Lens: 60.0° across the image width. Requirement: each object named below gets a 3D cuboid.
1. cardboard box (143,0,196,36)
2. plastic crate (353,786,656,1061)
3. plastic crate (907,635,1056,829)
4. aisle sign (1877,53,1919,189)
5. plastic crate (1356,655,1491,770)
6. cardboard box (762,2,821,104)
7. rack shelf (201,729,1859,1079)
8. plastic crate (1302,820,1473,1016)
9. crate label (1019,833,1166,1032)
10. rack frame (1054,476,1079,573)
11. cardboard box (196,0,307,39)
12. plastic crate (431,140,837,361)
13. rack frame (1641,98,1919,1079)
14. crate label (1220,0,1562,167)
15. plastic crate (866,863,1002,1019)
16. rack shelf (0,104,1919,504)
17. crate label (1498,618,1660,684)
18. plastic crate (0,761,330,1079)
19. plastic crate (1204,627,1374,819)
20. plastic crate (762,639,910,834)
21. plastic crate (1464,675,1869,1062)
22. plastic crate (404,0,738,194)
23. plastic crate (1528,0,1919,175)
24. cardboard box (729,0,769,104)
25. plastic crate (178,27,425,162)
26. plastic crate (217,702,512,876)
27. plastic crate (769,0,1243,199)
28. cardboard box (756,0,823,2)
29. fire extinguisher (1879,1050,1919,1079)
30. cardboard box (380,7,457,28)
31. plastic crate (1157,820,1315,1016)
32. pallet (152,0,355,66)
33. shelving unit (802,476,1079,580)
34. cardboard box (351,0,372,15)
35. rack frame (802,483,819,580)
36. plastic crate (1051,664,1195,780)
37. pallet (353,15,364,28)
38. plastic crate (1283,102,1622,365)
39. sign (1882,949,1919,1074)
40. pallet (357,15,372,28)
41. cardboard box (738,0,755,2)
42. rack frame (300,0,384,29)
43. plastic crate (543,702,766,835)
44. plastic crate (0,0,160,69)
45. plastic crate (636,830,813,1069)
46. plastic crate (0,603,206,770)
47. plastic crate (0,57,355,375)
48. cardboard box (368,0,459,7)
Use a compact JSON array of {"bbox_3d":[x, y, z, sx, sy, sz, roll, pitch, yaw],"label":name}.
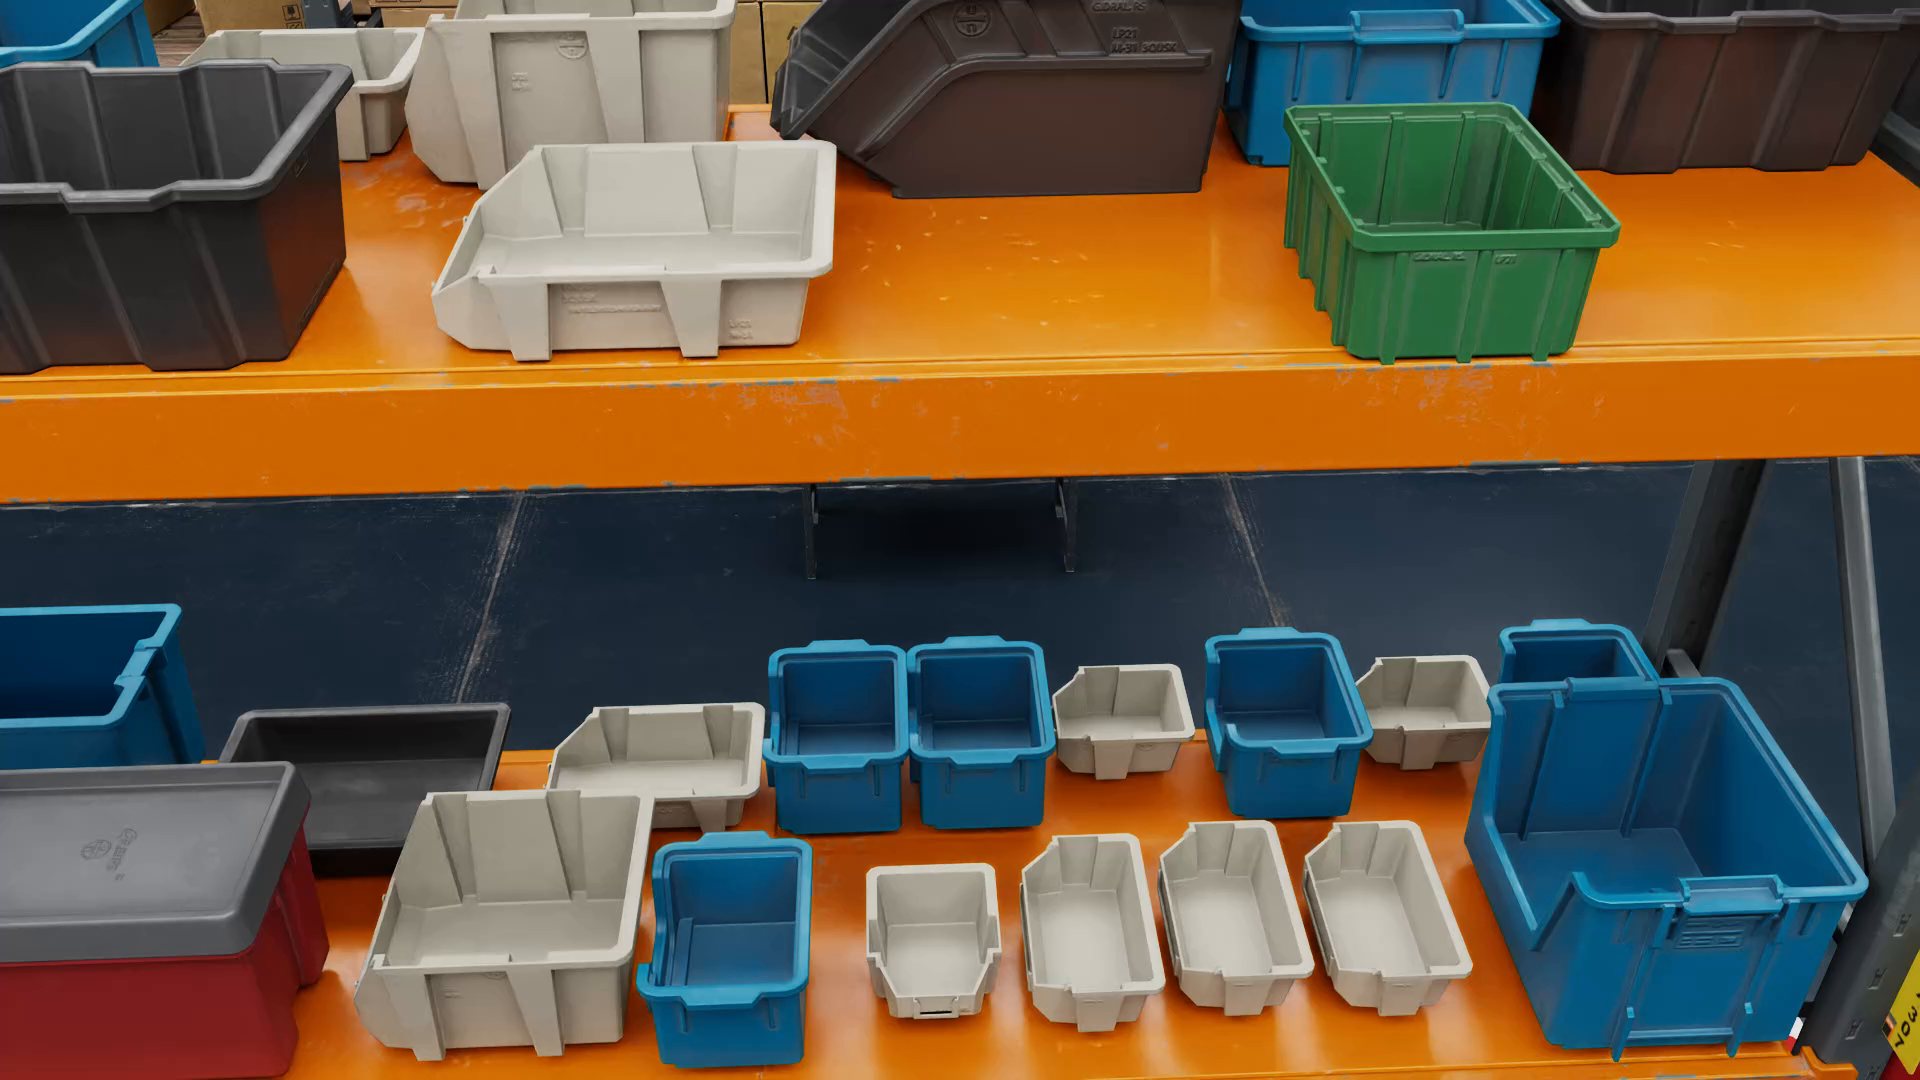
[{"bbox_3d":[-3.777,-2.453,7.202,0.500,0.500,0.700,4,35,5],"label":"cardboard box"},{"bbox_3d":[-0.845,0.724,3.120,0.530,0.282,0.437,-2,35,-2],"label":"plastic crate"},{"bbox_3d":[0.040,0.427,3.591,0.300,0.233,0.416,-2,35,-2],"label":"plastic crate"},{"bbox_3d":[1.675,-0.712,2.858,0.004,0.787,0.394,-2,35,-2],"label":"aisle sign"},{"bbox_3d":[1.030,0.393,3.725,0.298,0.136,0.250,-2,35,-2],"label":"plastic crate"},{"bbox_3d":[-0.568,-2.122,7.093,0.500,0.500,0.500,-2,35,-3],"label":"cardboard box"},{"bbox_3d":[-0.381,0.878,3.478,4.000,0.370,1.077,-2,35,-2],"label":"rack shelf"},{"bbox_3d":[0.811,0.737,3.229,0.243,0.136,0.396,-2,35,-2],"label":"plastic crate"},{"bbox_3d":[0.244,0.758,3.198,0.243,0.136,0.396,-2,35,-2],"label":"crate label"},{"bbox_3d":[0.423,-0.628,6.340,0.032,1.500,0.500,-2,35,-2],"label":"rack frame"},{"bbox_3d":[-3.093,-2.508,7.281,0.500,0.500,0.700,-13,37,-18],"label":"cardboard box"},{"bbox_3d":[-0.435,-0.400,2.288,0.530,0.136,0.437,-2,35,-2],"label":"plastic crate"},{"bbox_3d":[1.617,0.528,3.351,0.127,3.000,1.000,-2,35,-2],"label":"rack frame"},{"bbox_3d":[0.680,-0.803,2.769,0.502,0.251,0.408,-2,35,-2],"label":"crate label"},{"bbox_3d":[-0.051,0.776,3.171,0.250,0.136,0.298,-2,35,-2],"label":"plastic crate"},{"bbox_3d":[-0.381,-0.356,2.624,4.000,0.370,1.077,-2,35,-2],"label":"rack shelf"},{"bbox_3d":[1.355,0.392,3.642,0.303,0.233,0.416,-2,35,-2],"label":"crate label"},{"bbox_3d":[-1.475,0.703,2.989,0.583,0.464,0.402,-2,35,-2],"label":"plastic crate"},{"bbox_3d":[0.697,0.410,3.617,0.300,0.233,0.416,-2,35,-2],"label":"plastic crate"},{"bbox_3d":[-0.260,0.435,3.579,0.300,0.233,0.416,-2,35,-2],"label":"plastic crate"},{"bbox_3d":[1.291,0.604,3.157,0.499,0.435,0.616,-2,35,-2],"label":"plastic crate"},{"bbox_3d":[-0.611,-0.772,2.698,0.530,0.282,0.437,-2,35,-2],"label":"plastic crate"},{"bbox_3d":[1.219,-0.800,2.749,0.590,0.269,0.497,-2,35,-2],"label":"plastic crate"},{"bbox_3d":[-1.076,-2.108,7.072,0.500,0.500,0.500,-2,35,-2],"label":"cardboard box"},{"bbox_3d":[-1.126,-0.740,2.779,0.466,0.136,0.293,-2,35,-2],"label":"plastic crate"},{"bbox_3d":[-1.273,0.541,3.521,0.590,0.125,0.437,-2,35,-2],"label":"plastic crate"},{"bbox_3d":[0.078,-0.795,2.681,0.767,0.338,0.504,-2,35,-2],"label":"plastic crate"},{"bbox_3d":[-0.581,-2.527,6.799,0.500,0.500,0.500,-1,35,-1],"label":"cardboard box"},{"bbox_3d":[1.789,0.968,3.112,0.183,0.674,0.296,-2,35,-2],"label":"fire extinguisher"},{"bbox_3d":[-2.087,-2.080,7.032,0.500,0.500,0.500,-1,35,-1],"label":"cardboard box"},{"bbox_3d":[0.521,0.736,3.229,0.243,0.136,0.396,-2,35,-2],"label":"plastic crate"},{"bbox_3d":[-3.413,-2.141,7.377,1.213,0.211,1.003,-2,35,-2],"label":"pallet"},{"bbox_3d":[-0.085,-0.614,6.320,1.048,1.500,0.538,-2,35,-2],"label":"shelving unit"},{"bbox_3d":[-4.378,-4.167,11.656,0.750,0.750,0.750,-1,35,-1],"label":"cardboard box"},{"bbox_3d":[-0.593,-0.601,6.300,0.032,1.500,0.500,-2,35,-2],"label":"rack frame"},{"bbox_3d":[0.353,0.411,3.699,0.298,0.136,0.250,-2,35,-2],"label":"plastic crate"},{"bbox_3d":[-4.836,-3.751,11.984,1.213,0.211,1.003,-2,35,-2],"label":"pallet"},{"bbox_3d":[0.645,-0.429,2.285,0.336,0.188,0.450,-2,35,-2],"label":"plastic crate"},{"bbox_3d":[1.659,0.773,2.853,0.005,0.325,0.100,-2,35,-2],"label":"sign"},{"bbox_3d":[-3.615,-3.785,12.034,1.213,0.211,1.003,-2,35,-2],"label":"pallet"},{"bbox_3d":[-1.096,-2.513,6.778,0.500,0.500,0.500,-3,35,-4],"label":"cardboard box"},{"bbox_3d":[-2.609,-2.180,7.264,0.127,3.000,1.000,-2,35,-2],"label":"rack frame"},{"bbox_3d":[-0.653,0.502,3.568,0.466,0.136,0.293,-2,35,-2],"label":"plastic crate"},{"bbox_3d":[-1.484,-0.735,2.687,0.300,0.233,0.416,-2,35,-2],"label":"plastic crate"},{"bbox_3d":[-0.422,0.773,3.091,0.300,0.233,0.416,-2,35,-2],"label":"plastic crate"},{"bbox_3d":[-1.928,0.411,3.481,0.575,0.384,0.392,-2,35,-2],"label":"plastic crate"},{"bbox_3d":[-1.125,-0.421,2.202,0.590,0.269,0.497,-2,35,-2],"label":"plastic crate"},{"bbox_3d":[-2.125,-2.485,6.738,0.500,0.500,0.500,-1,35,-1],"label":"cardboard box"}]
